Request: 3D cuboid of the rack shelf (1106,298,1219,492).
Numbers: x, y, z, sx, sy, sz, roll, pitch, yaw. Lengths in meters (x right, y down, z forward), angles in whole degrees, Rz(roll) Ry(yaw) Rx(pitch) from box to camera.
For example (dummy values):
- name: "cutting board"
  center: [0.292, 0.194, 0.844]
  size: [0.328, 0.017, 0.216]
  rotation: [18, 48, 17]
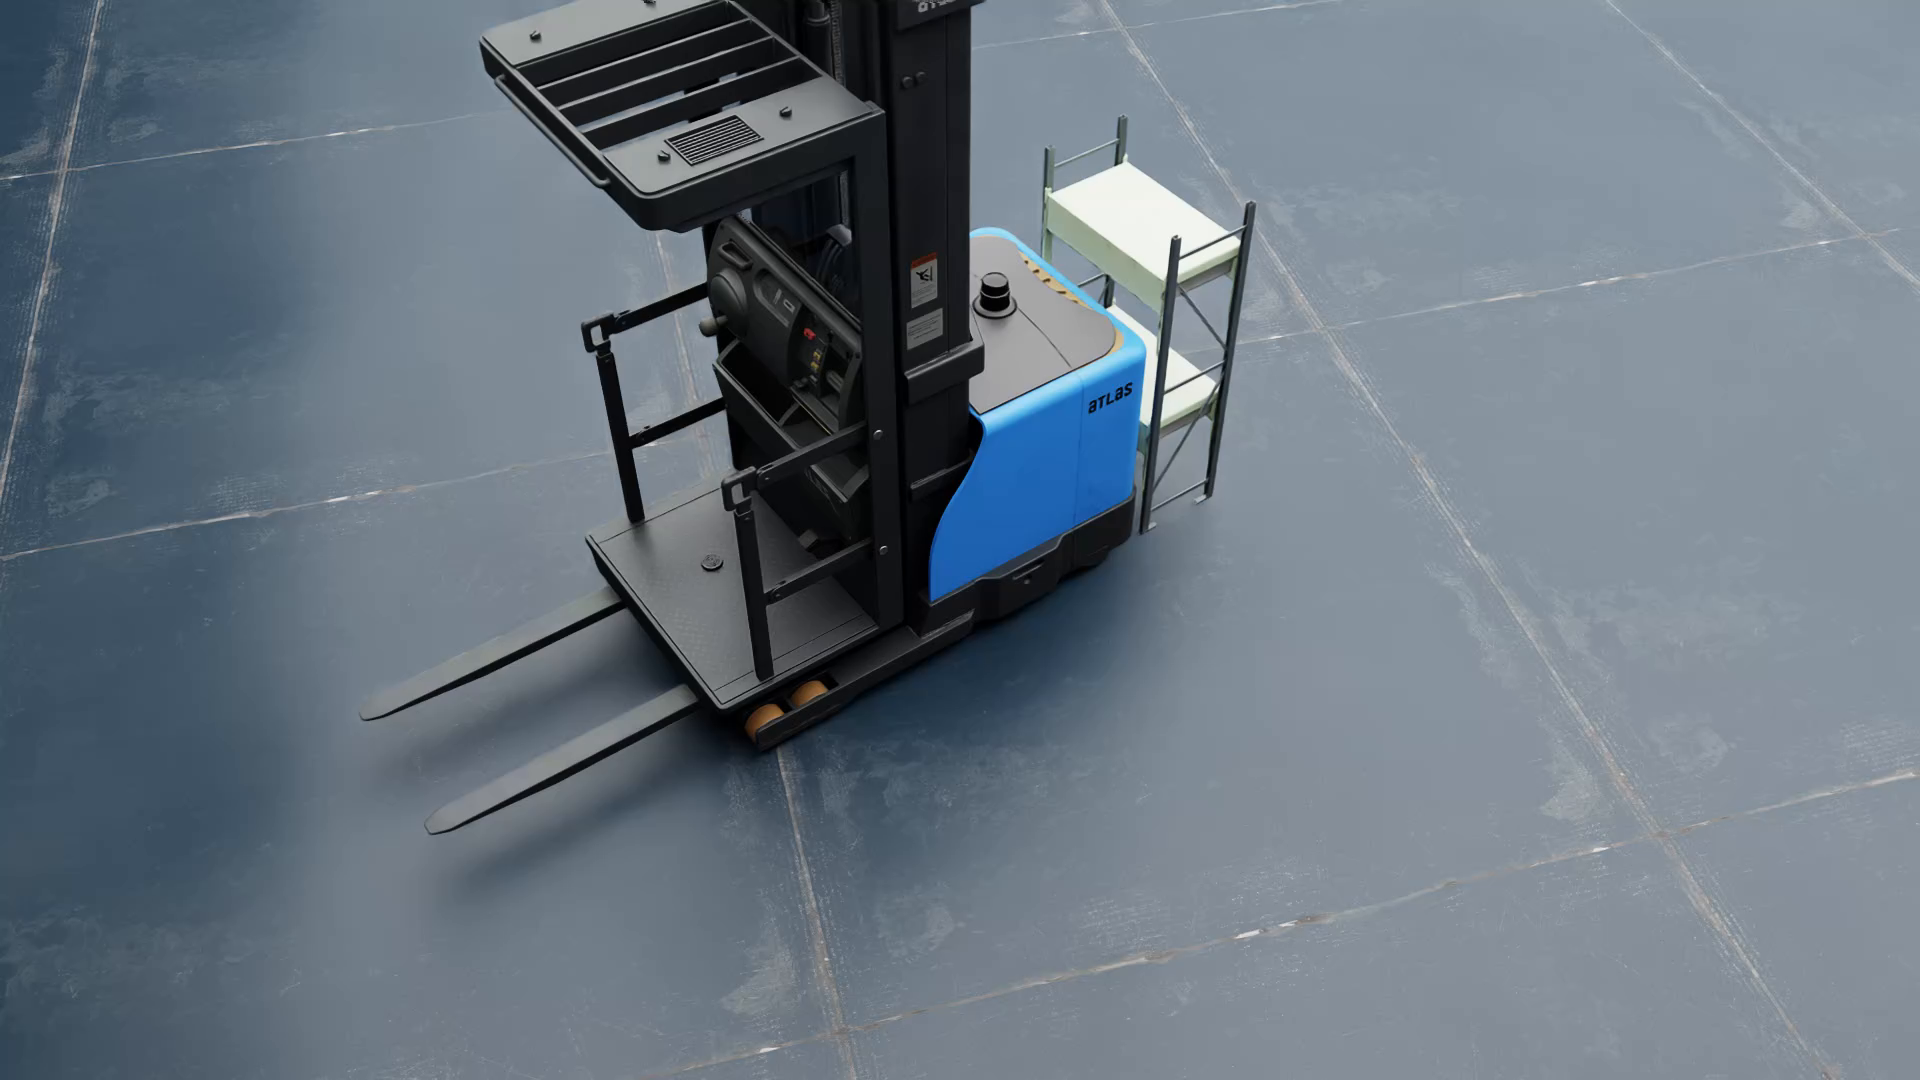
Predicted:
- name: "rack shelf"
  center: [0.709, -0.622, 7.016]
  size: [0.431, 0.370, 0.720]
  rotation: [-27, 52, -24]

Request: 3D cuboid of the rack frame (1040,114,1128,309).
- name: "rack frame"
  center: [0.493, -1.061, 6.991]
  size: [0.400, 1.500, 0.023]
  rotation: [-27, 52, -24]

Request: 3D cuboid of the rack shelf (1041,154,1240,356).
- name: "rack shelf"
  center: [0.709, -1.123, 6.505]
  size: [0.431, 0.370, 0.720]
  rotation: [-27, 52, -24]

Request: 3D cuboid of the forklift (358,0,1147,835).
- name: "forklift"
  center: [-0.777, -0.681, 5.616]
  size: [3.031, 2.935, 1.130]
  rotation: [-27, 51, -24]

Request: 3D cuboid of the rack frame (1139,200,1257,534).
- name: "rack frame"
  center: [0.924, -0.639, 6.577]
  size: [0.400, 1.500, 0.023]
  rotation: [-27, 52, -24]

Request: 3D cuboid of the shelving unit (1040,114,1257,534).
- name: "shelving unit"
  center: [0.709, -0.850, 6.784]
  size: [0.431, 1.500, 0.755]
  rotation: [-27, 52, -24]
